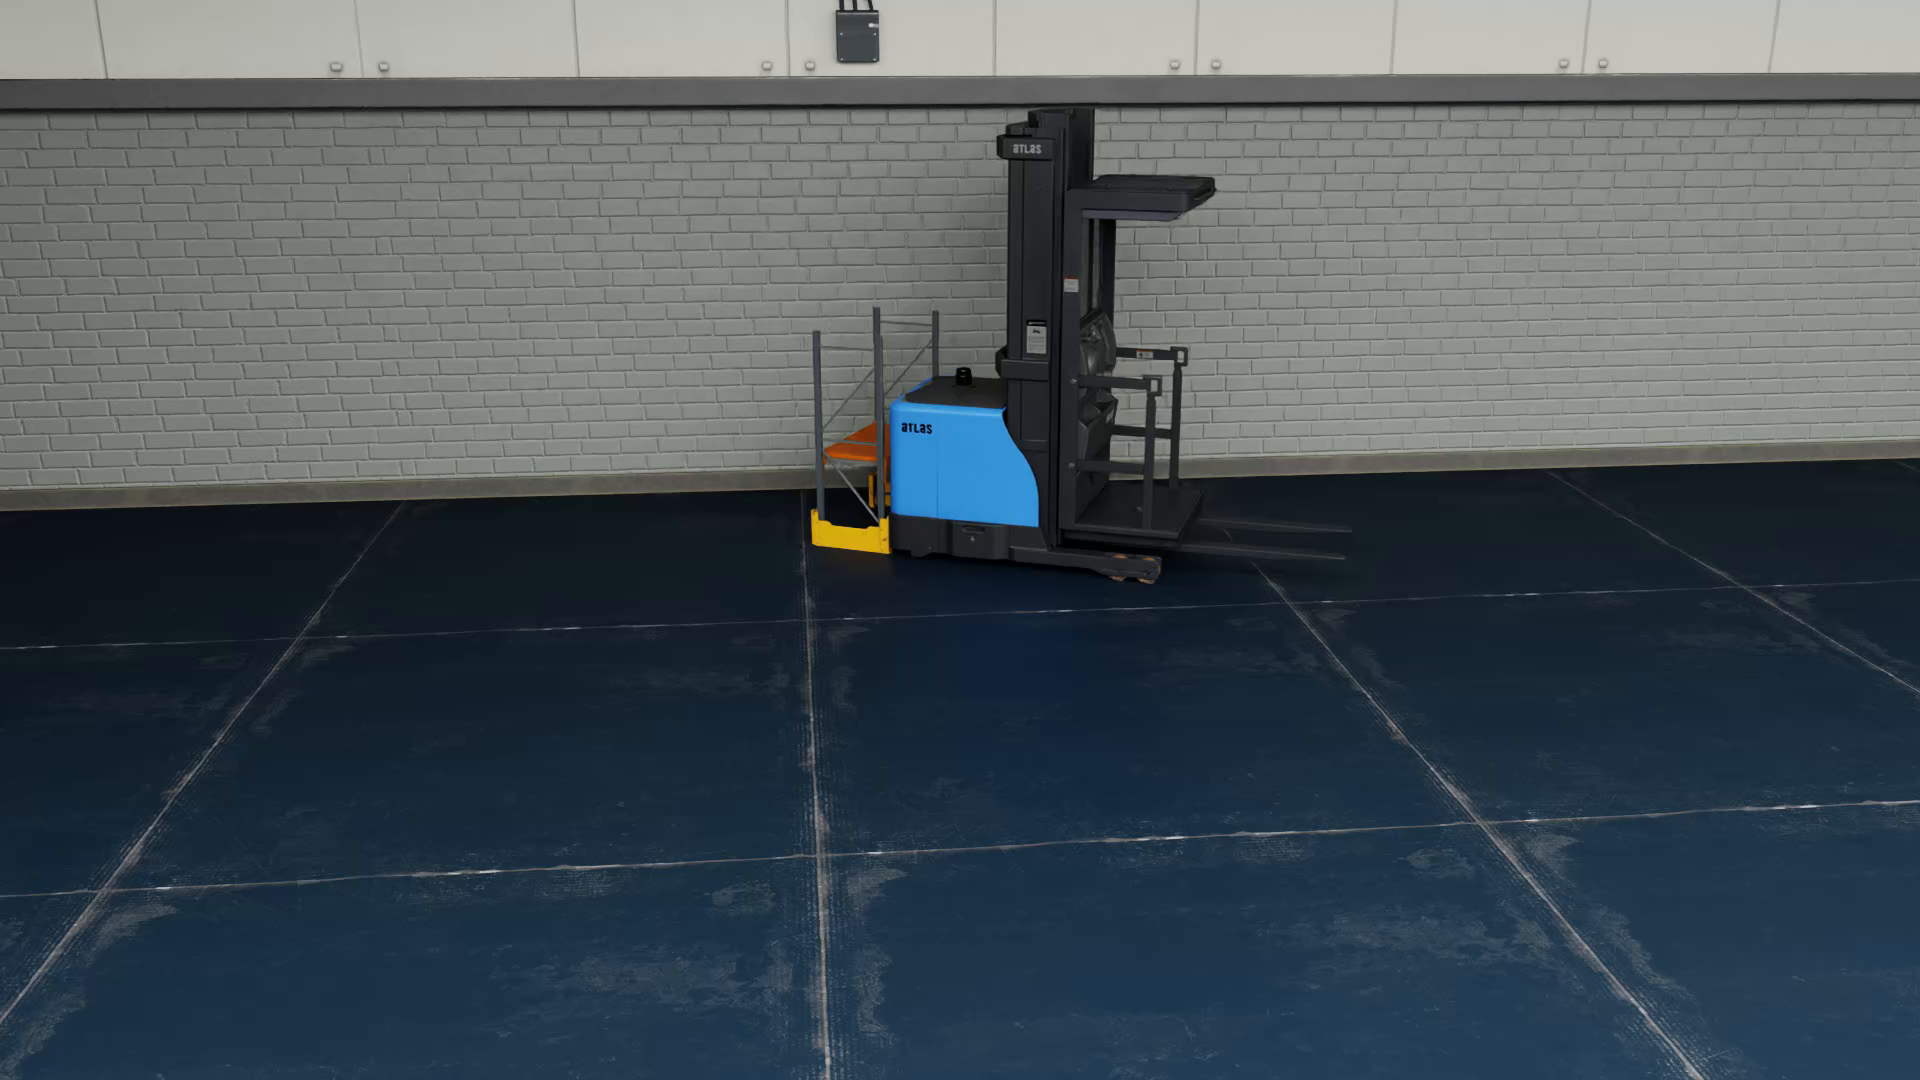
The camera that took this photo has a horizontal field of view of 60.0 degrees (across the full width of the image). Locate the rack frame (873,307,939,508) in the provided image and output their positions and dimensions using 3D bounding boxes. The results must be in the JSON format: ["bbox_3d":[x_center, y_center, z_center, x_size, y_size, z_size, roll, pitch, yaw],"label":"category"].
[{"bbox_3d":[-0.391,-0.946,12.187,0.500,1.500,0.032,6,19,20],"label":"rack frame"}]

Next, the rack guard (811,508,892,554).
[{"bbox_3d":[-0.748,-0.065,11.467,0.587,0.250,0.087,6,19,20],"label":"rack guard"}]

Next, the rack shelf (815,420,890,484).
[{"bbox_3d":[-0.570,-0.632,11.786,0.538,0.185,1.000,6,19,20],"label":"rack shelf"}]

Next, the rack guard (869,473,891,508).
[{"bbox_3d":[-0.397,-0.344,12.356,0.587,0.250,0.087,6,19,20],"label":"rack guard"}]

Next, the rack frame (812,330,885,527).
[{"bbox_3d":[-0.749,-0.661,11.279,0.500,1.500,0.032,6,19,20],"label":"rack frame"}]

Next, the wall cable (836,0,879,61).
[{"bbox_3d":[0.261,-6.347,11.194,2.305,6.003,0.169,-2,18,-6],"label":"wall cable"}]

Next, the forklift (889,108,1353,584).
[{"bbox_3d":[1.093,-1.294,10.905,3.031,2.935,1.130,5,18,16],"label":"forklift"}]

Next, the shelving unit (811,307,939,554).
[{"bbox_3d":[-0.573,-0.801,11.724,0.587,1.500,1.083,6,19,20],"label":"shelving unit"}]
